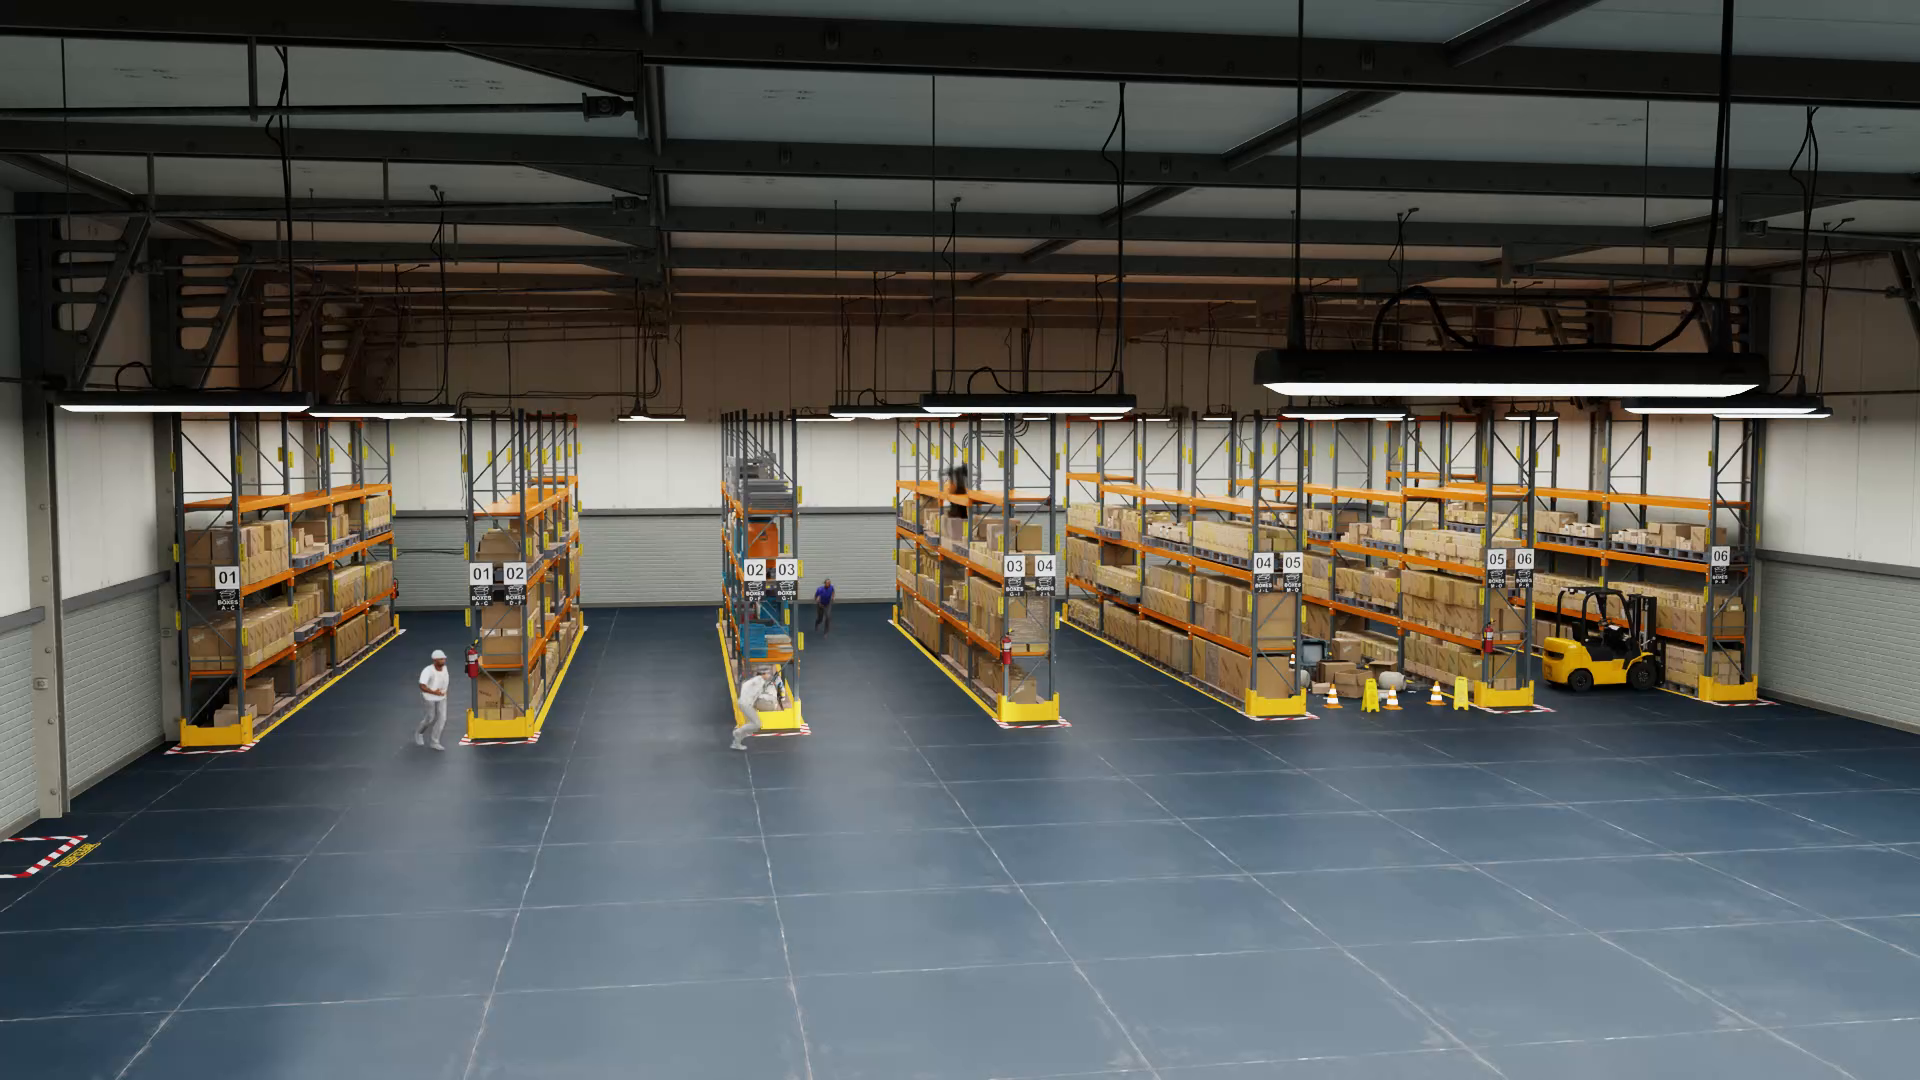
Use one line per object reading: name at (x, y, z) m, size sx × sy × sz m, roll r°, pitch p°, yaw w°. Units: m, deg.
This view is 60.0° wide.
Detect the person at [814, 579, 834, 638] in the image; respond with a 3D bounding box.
person at (-3.709, 1.820, 44.948) m, size 0.601 × 1.617 × 0.960 m, roll -2°, pitch 5°, yaw -30°

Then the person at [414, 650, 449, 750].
person at (-9.354, 2.810, 29.405) m, size 0.786 × 1.755 × 0.694 m, roll 3°, pitch 5°, yaw 36°

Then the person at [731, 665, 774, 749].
person at (-3.650, 2.947, 29.162) m, size 0.776 × 1.496 × 0.650 m, roll 0°, pitch 4°, yaw 3°

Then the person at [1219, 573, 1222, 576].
person at (7.029, 1.779, 44.154) m, size 0.700 × 1.756 × 1.061 m, roll -2°, pitch 4°, yaw -26°
